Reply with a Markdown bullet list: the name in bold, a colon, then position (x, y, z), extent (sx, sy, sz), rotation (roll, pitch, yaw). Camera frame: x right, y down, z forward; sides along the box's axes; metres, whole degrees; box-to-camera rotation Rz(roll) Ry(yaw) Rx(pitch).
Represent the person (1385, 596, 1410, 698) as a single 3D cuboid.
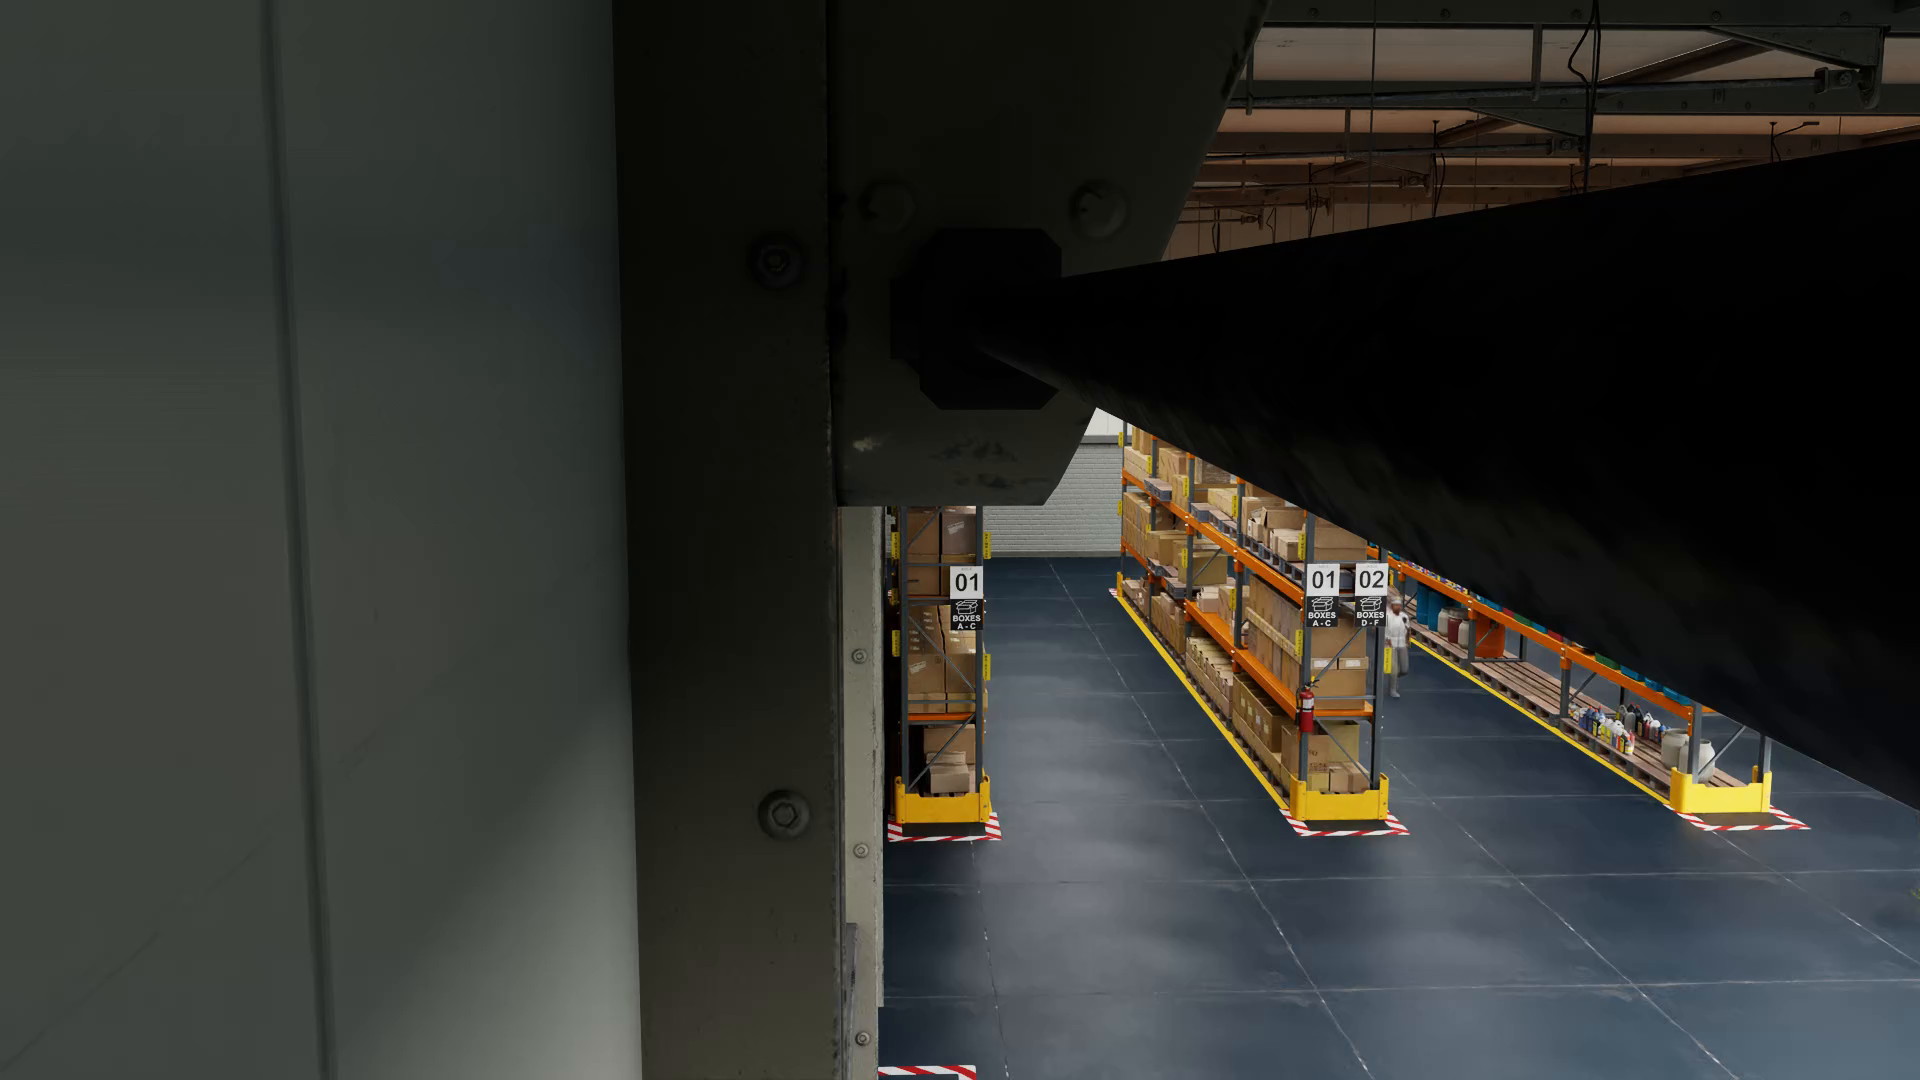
- **person**: position (7.072, 1.722, 27.040), extent (0.573, 1.650, 0.563), rotation (-1, 8, -8)
